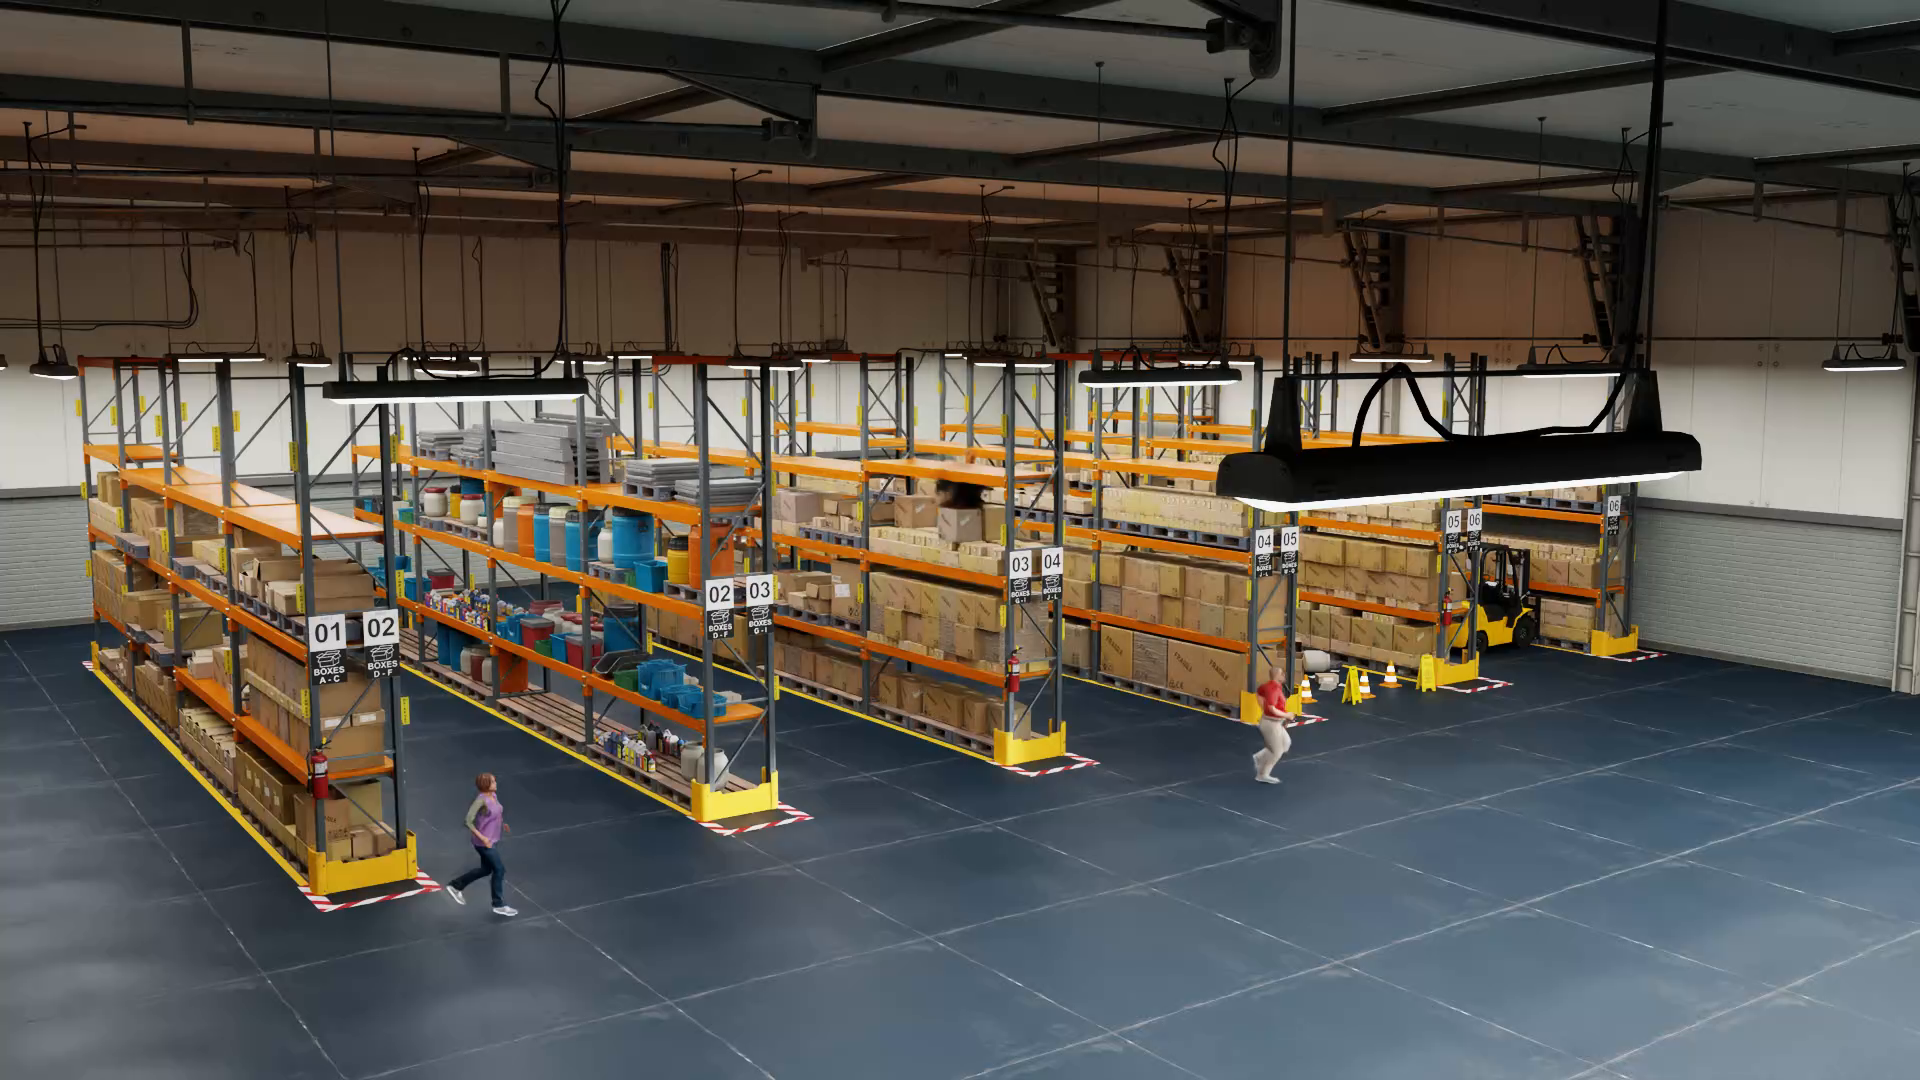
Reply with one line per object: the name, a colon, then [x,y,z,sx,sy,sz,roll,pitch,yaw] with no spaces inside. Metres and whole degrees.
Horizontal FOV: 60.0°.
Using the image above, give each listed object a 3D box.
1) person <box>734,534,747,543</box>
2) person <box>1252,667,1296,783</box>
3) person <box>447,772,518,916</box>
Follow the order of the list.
person: [-5.444,0.530,41.054,0.777,1.691,0.591,5,8,34]
person: [4.477,2.635,23.687,0.580,1.685,0.671,1,7,5]
person: [-5.264,3.326,18.254,0.784,1.604,0.542,0,7,0]
